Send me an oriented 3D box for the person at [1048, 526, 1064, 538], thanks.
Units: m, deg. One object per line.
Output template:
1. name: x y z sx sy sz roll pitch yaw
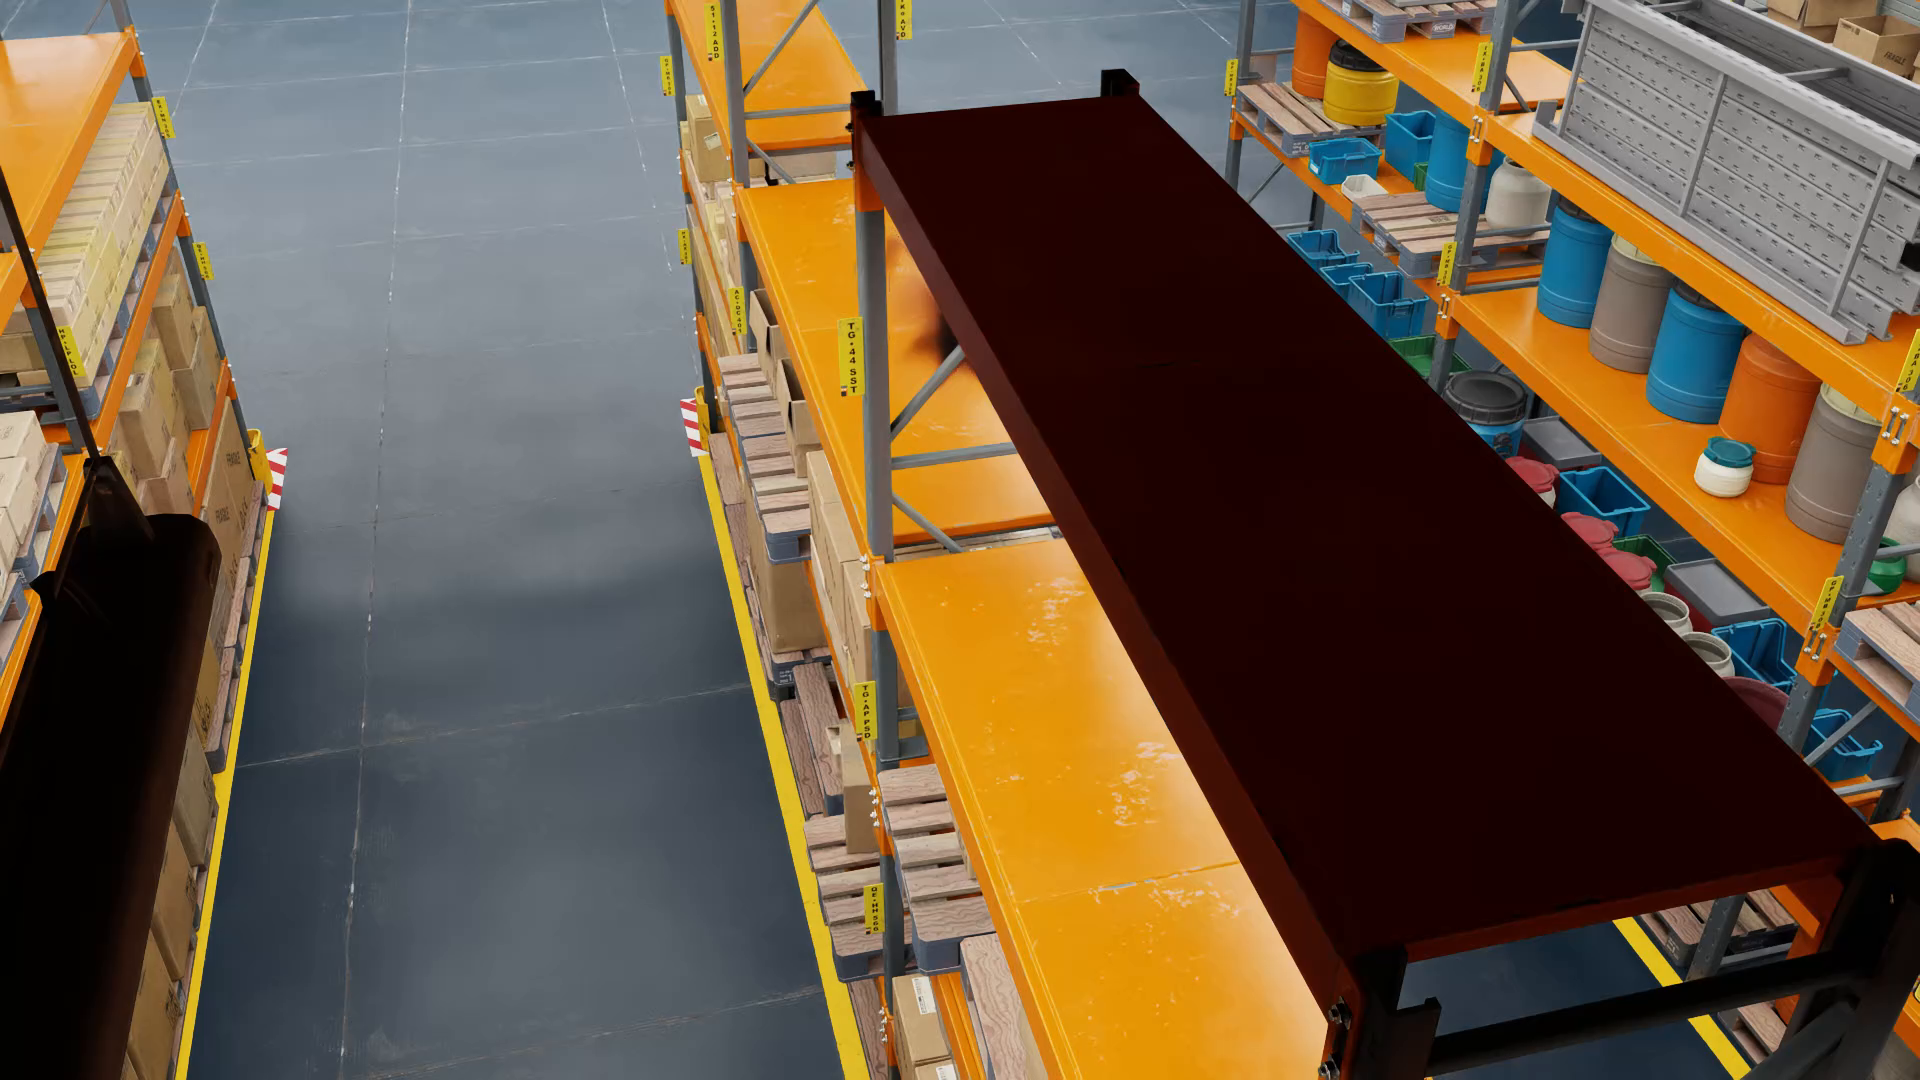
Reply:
1. person: 0.654 -0.837 13.775 0.710 1.756 1.062 -19 39 -26
